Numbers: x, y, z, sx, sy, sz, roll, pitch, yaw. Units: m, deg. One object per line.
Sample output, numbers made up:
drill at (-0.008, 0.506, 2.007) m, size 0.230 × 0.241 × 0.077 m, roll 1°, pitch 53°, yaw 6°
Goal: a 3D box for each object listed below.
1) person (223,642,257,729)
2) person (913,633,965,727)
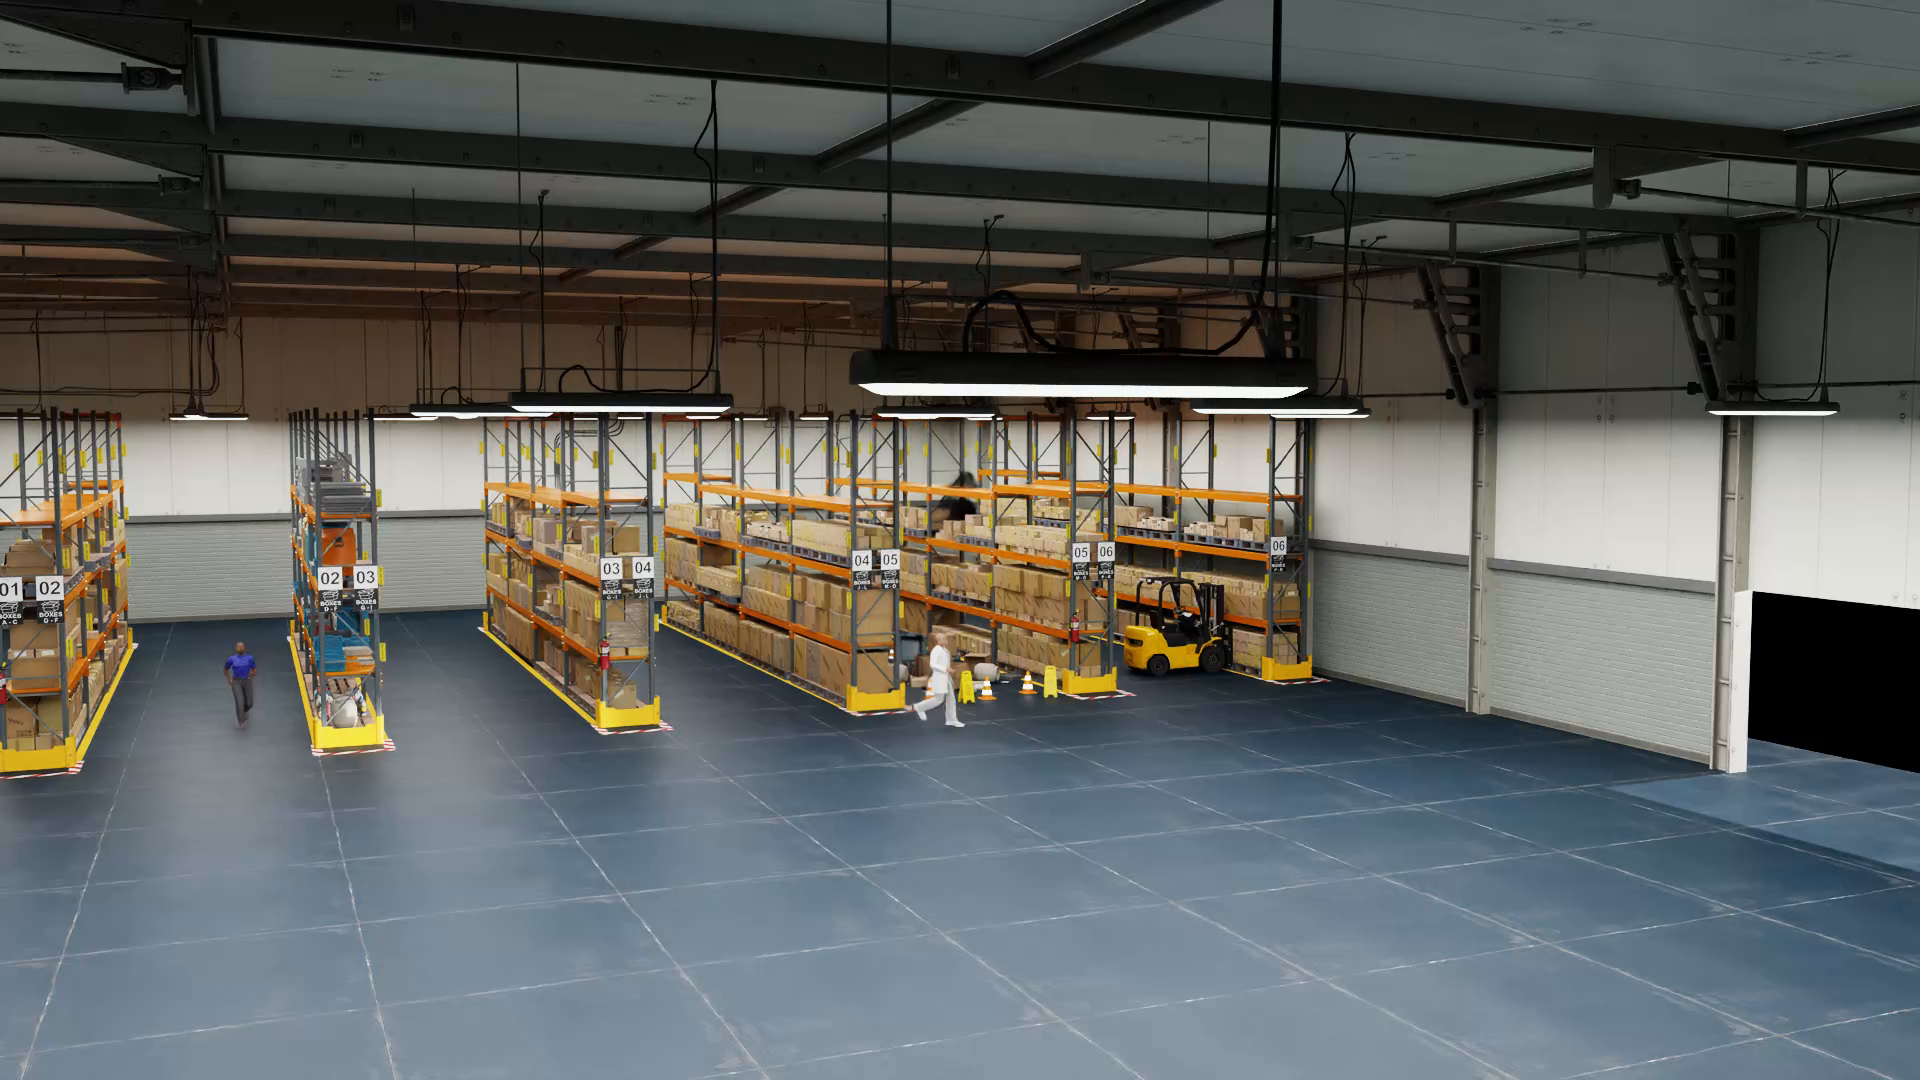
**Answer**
person at (-13.557, 2.719, 31.345) m, size 0.584 × 1.613 × 0.720 m, roll -2°, pitch 5°, yaw -30°
person at (-0.390, 2.641, 31.387) m, size 1.004 × 1.772 × 0.714 m, roll 1°, pitch 4°, yaw 21°
